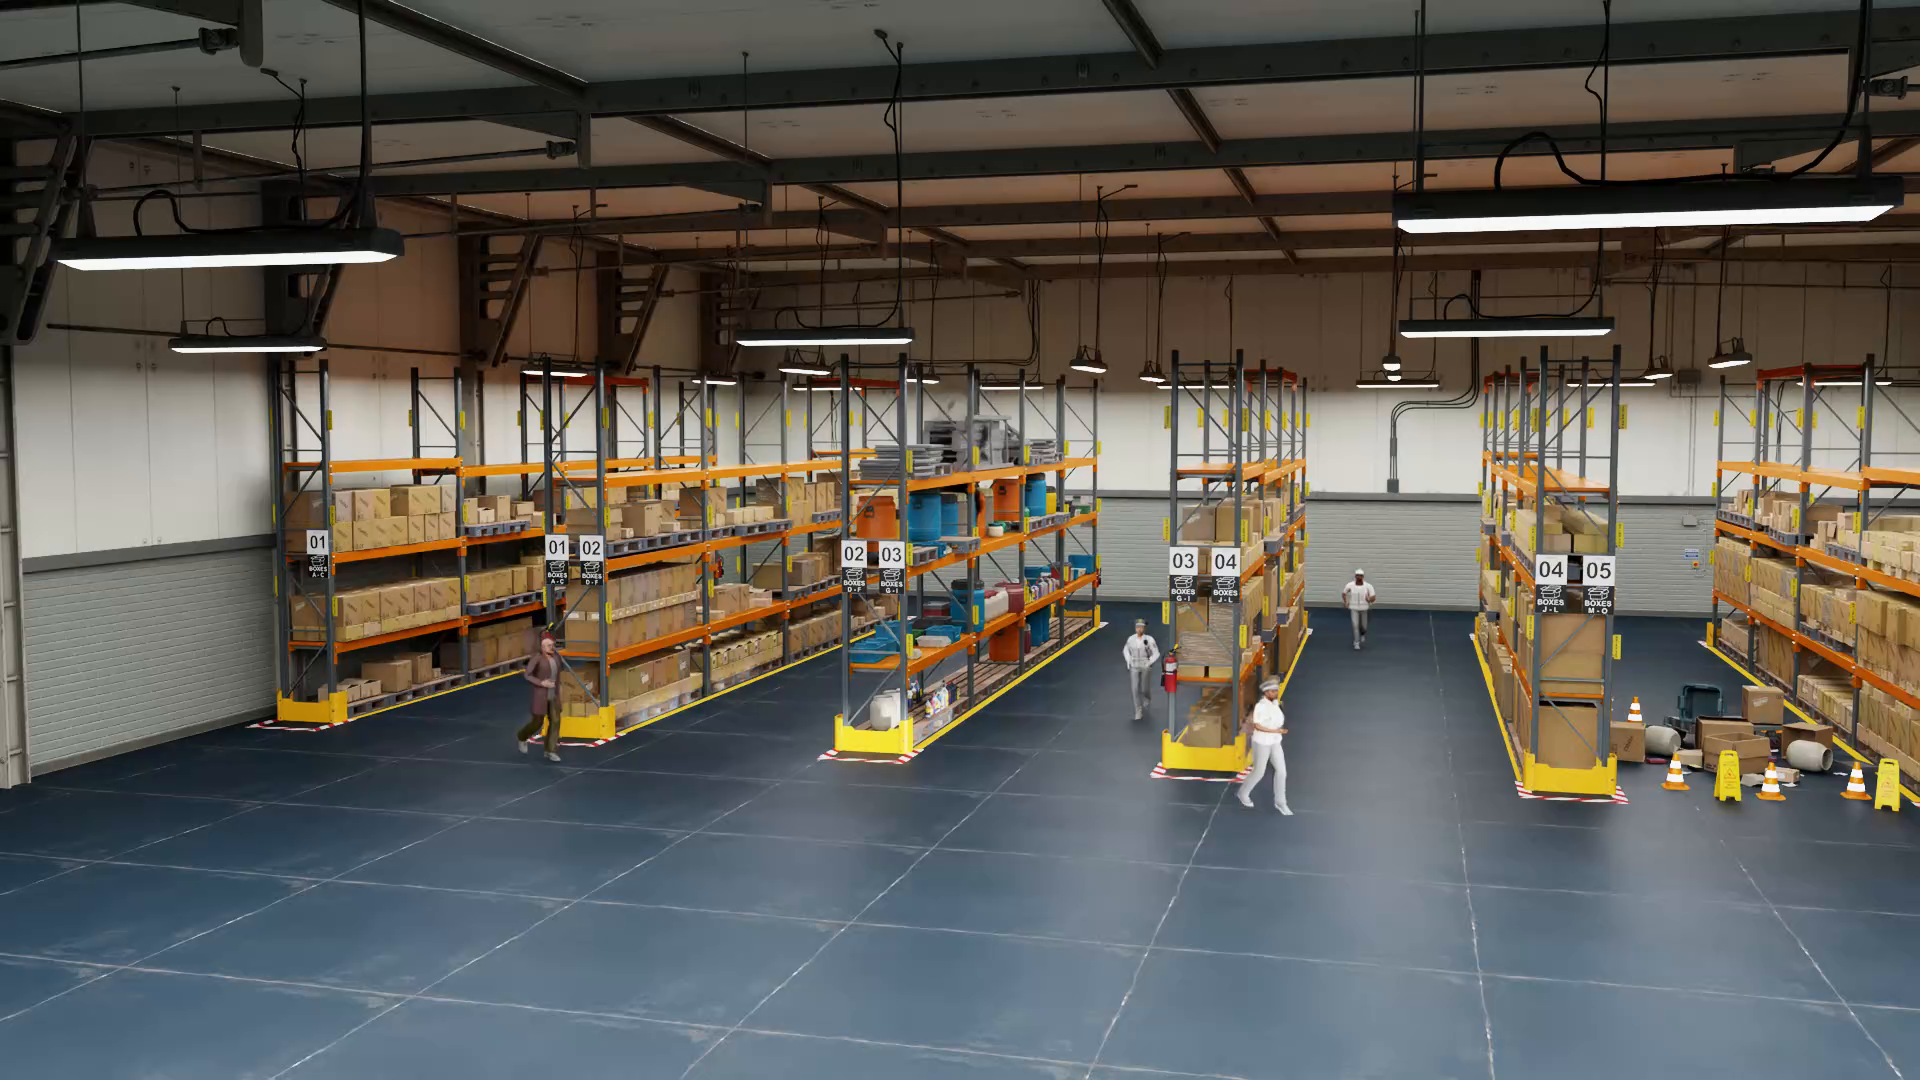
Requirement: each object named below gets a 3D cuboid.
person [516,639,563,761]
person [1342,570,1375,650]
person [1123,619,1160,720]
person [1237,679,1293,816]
[{"bbox_3d":[-6.163,2.345,24.675,0.959,1.776,0.727,3,5,40],"label":"person"},{"bbox_3d":[8.736,1.514,36.449,0.715,1.741,0.862,1,4,11],"label":"person"},{"bbox_3d":[3.048,2.150,28.038,0.635,1.670,0.781,1,4,16],"label":"person"},{"bbox_3d":[3.911,2.632,21.272,0.591,1.750,0.784,-4,5,-41],"label":"person"}]
